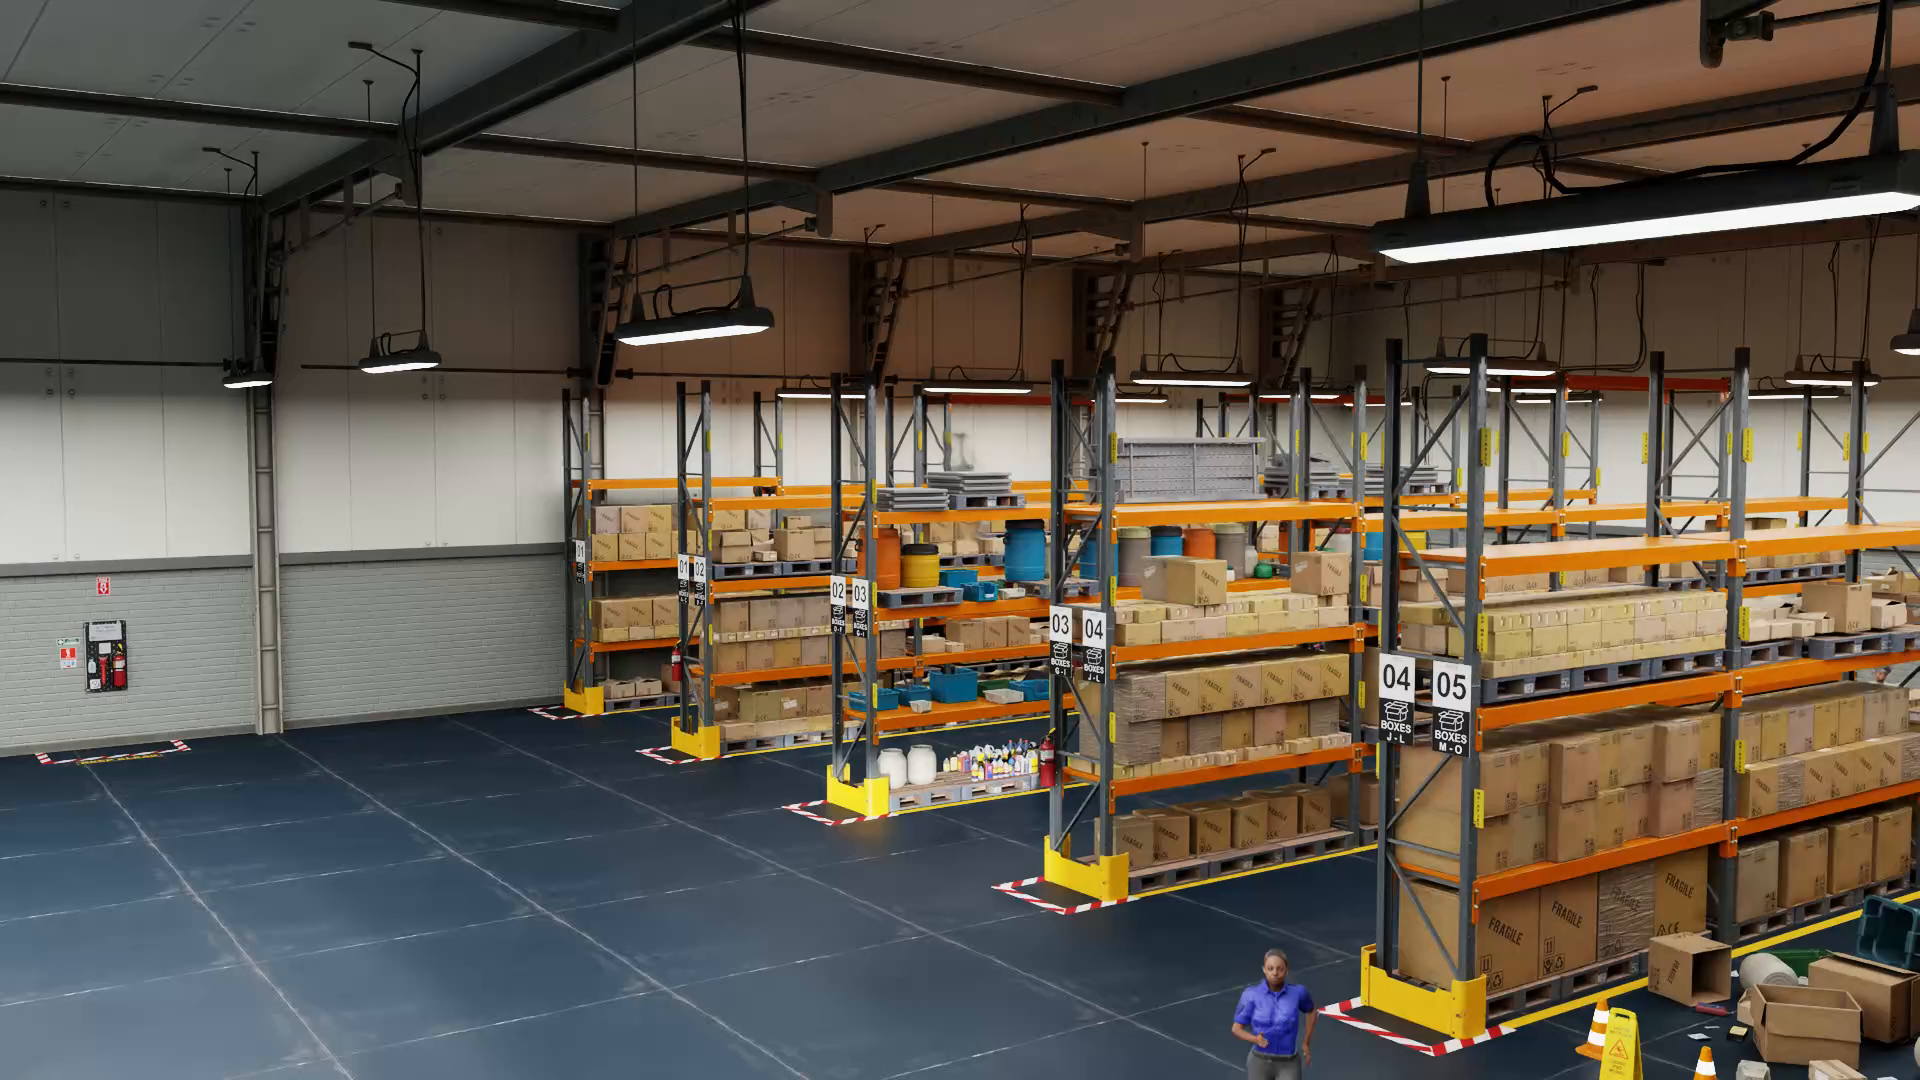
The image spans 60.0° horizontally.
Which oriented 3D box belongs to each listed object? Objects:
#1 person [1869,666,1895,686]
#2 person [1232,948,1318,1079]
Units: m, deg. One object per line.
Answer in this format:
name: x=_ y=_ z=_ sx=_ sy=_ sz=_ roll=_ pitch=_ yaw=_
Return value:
person: x=14.089 y=2.719 z=25.455 sx=0.565 sy=1.650 sz=0.628 roll=-3 pitch=5 yaw=-41
person: x=2.122 y=3.602 z=11.234 sx=0.570 sy=1.670 sz=0.852 roll=1 pitch=4 yaw=11
